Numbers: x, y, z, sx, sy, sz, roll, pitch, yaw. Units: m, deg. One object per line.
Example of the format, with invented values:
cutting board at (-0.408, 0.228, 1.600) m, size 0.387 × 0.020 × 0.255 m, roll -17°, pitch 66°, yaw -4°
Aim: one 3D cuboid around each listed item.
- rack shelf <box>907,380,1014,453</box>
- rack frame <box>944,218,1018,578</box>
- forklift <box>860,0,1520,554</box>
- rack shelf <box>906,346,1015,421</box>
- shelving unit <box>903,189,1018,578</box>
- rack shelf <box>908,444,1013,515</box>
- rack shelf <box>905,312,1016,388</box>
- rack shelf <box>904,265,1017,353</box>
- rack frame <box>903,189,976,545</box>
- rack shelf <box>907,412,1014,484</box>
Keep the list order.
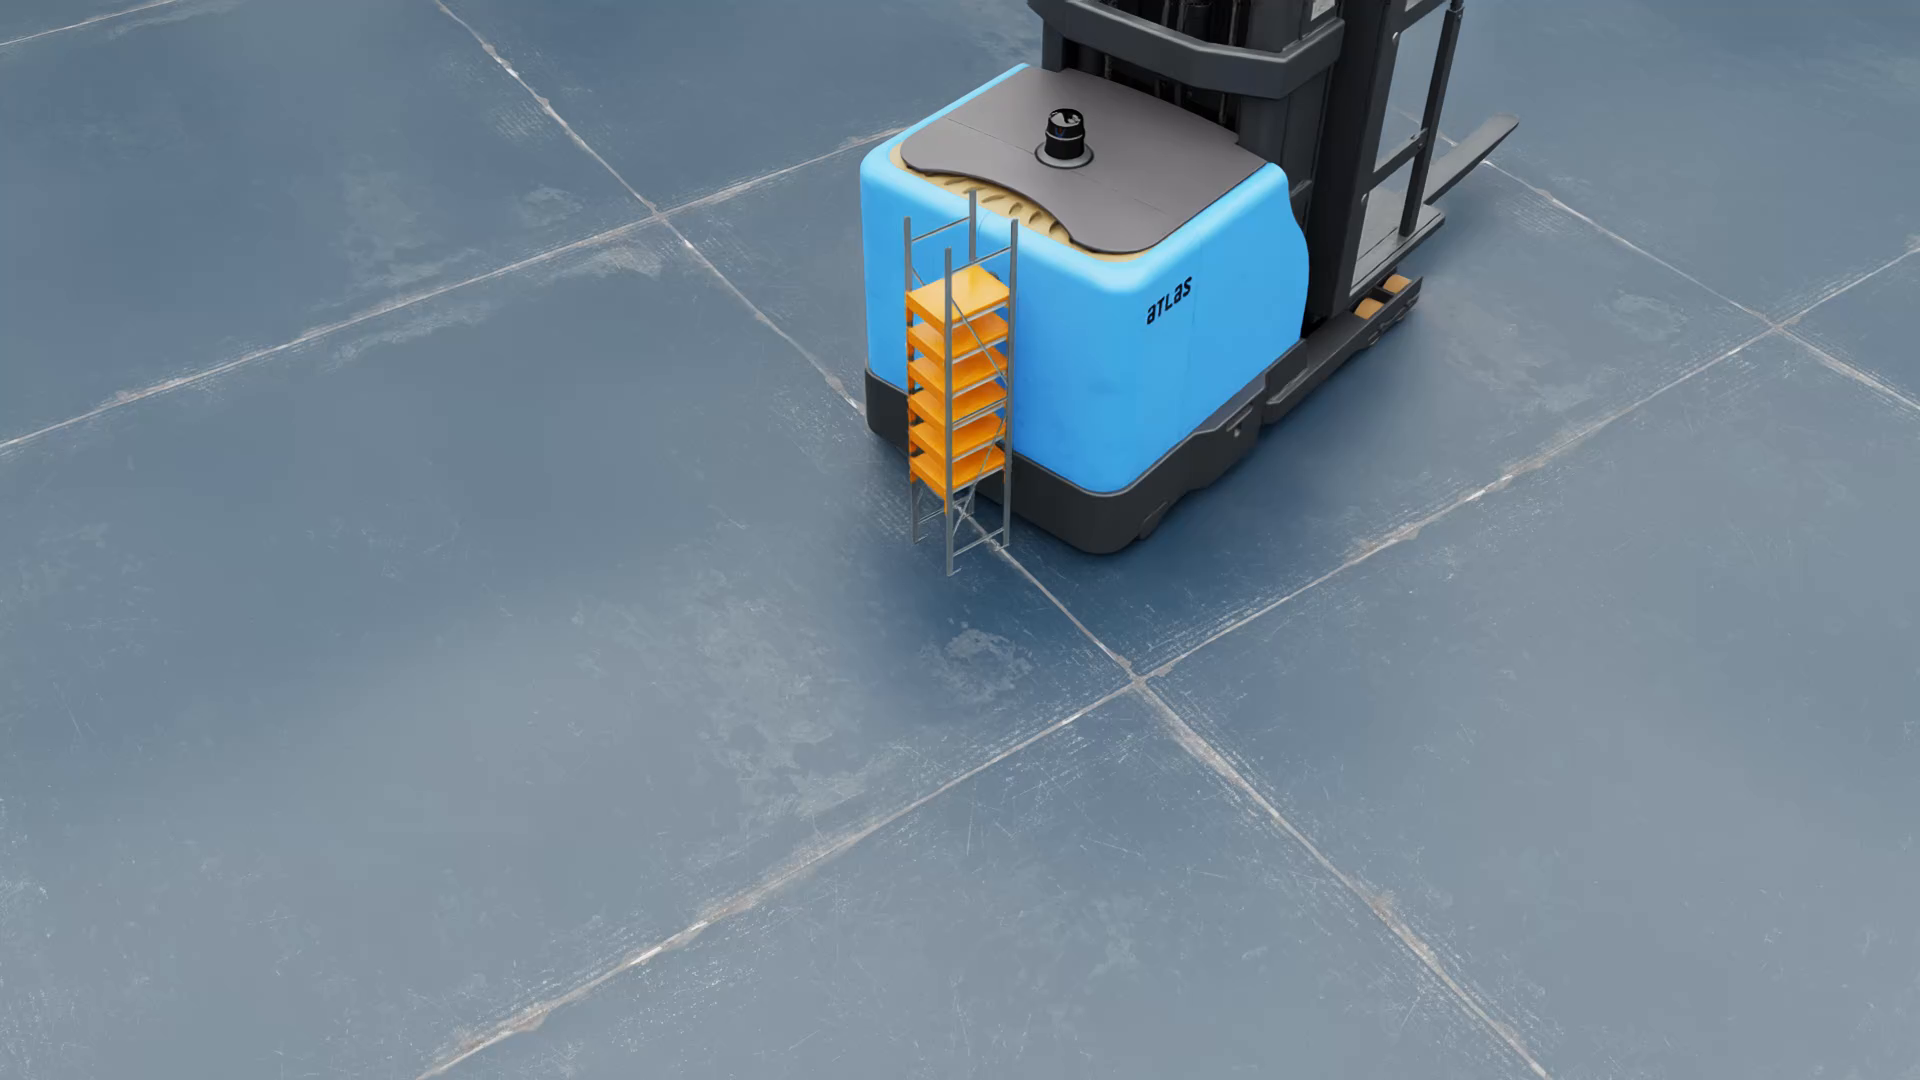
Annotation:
rack shelf at (0.002, -0.386, 4.850) m, size 0.258 × 0.103 × 0.180 m, roll -27°, pitch 50°, yaw -26°
rack frame at (0.057, -0.368, 4.767) m, size 0.240 × 1.200 × 0.006 m, roll -27°, pitch 50°, yaw -26°
forklift at (1.027, -1.965, 5.185) m, size 1.130 × 2.935 × 3.031 m, roll 31°, pitch 51°, yaw 28°
rack shelf at (0.002, -0.473, 4.767) m, size 0.258 × 0.103 × 0.180 m, roll -27°, pitch 50°, yaw -26°
shelving unit at (0.002, -0.419, 4.820) m, size 0.258 × 1.200 × 0.189 m, roll -27°, pitch 50°, yaw -26°
rack shelf at (0.002, -0.213, 5.016) m, size 0.258 × 0.103 × 0.180 m, roll -27°, pitch 50°, yaw -26°
rack shelf at (0.002, -0.560, 4.685) m, size 0.258 × 0.103 × 0.180 m, roll -27°, pitch 50°, yaw -26°
rack shelf at (0.002, -0.647, 4.602) m, size 0.258 × 0.103 × 0.180 m, roll -27°, pitch 50°, yaw -26°
rack frame at (-0.053, -0.469, 4.873) m, size 0.240 × 1.200 × 0.006 m, roll -27°, pitch 50°, yaw -26°
rack shelf at (0.002, -0.300, 4.933) m, size 0.258 × 0.103 × 0.180 m, roll -27°, pitch 50°, yaw -26°
